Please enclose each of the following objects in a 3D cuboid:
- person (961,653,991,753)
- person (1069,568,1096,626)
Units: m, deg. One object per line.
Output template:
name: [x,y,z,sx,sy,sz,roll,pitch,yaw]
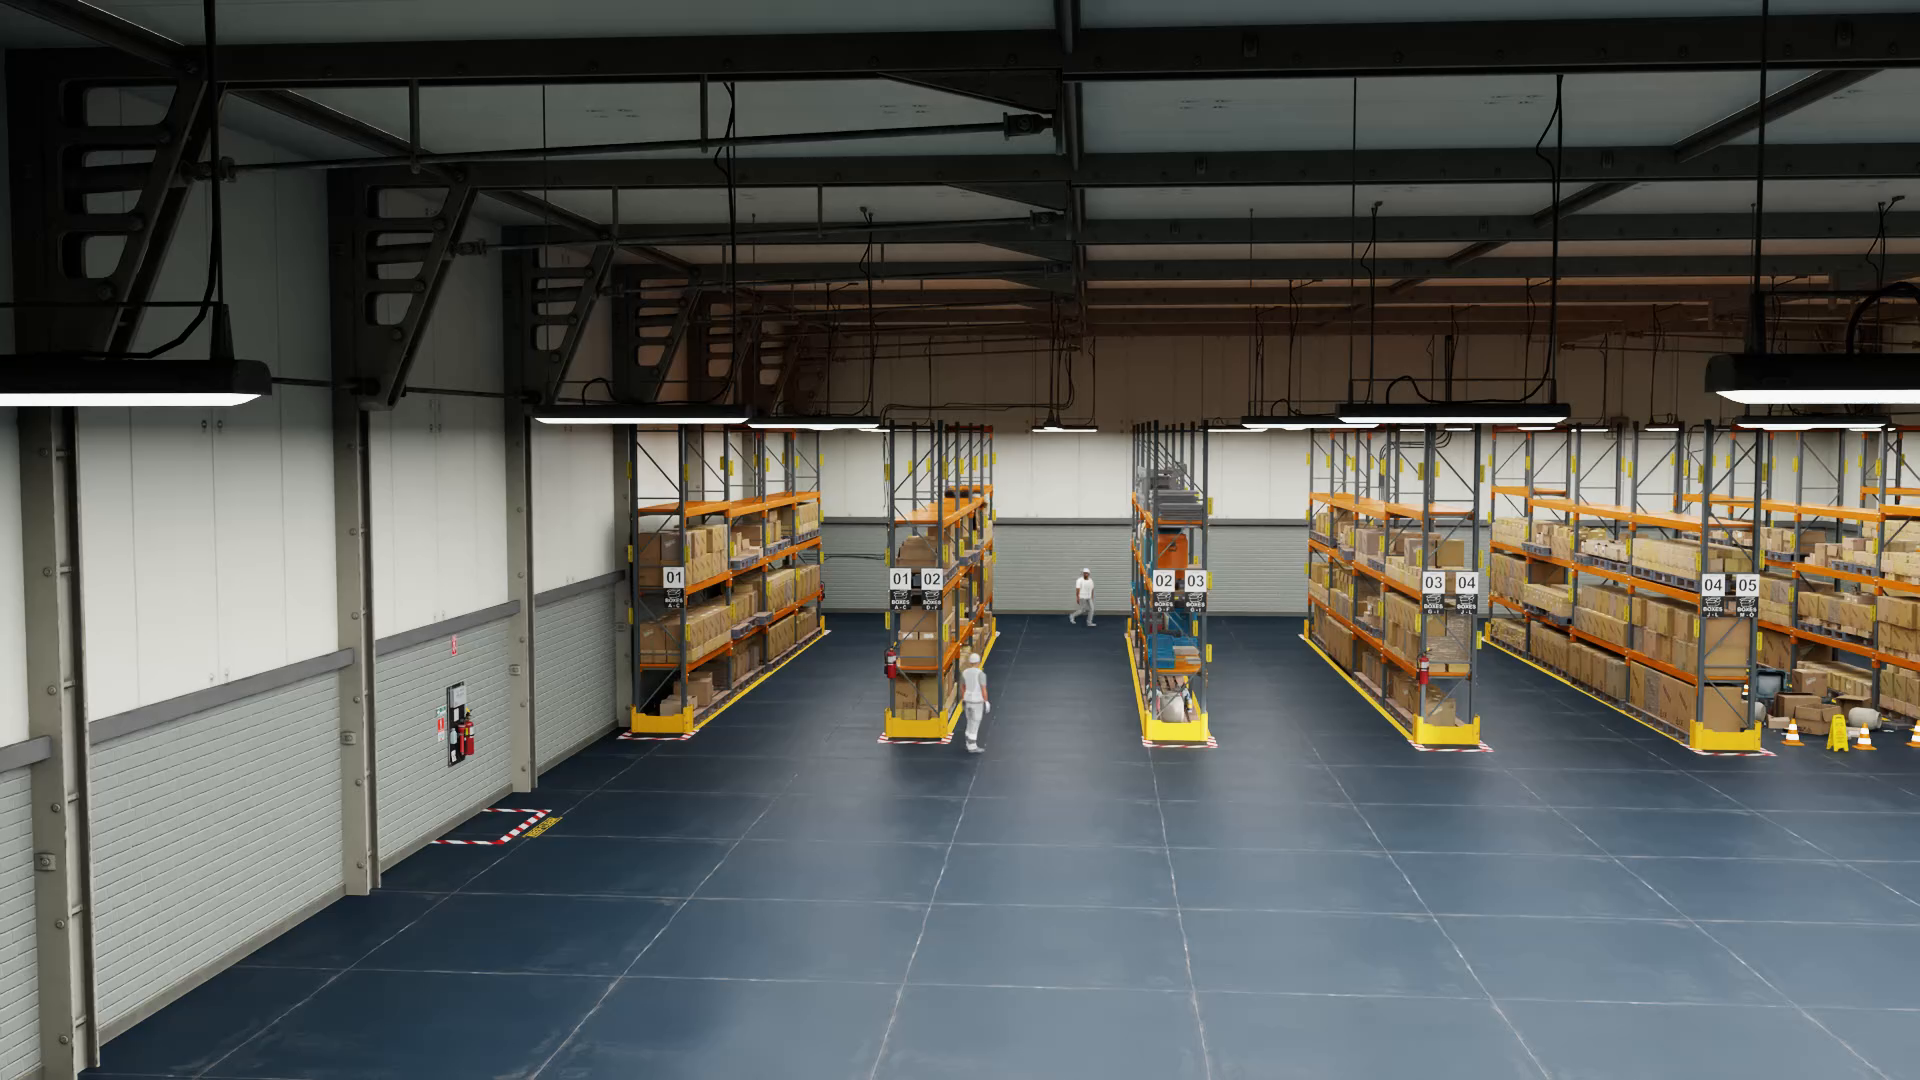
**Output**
person: [0.319,2.939,30.014,0.481,1.807,0.619,-3,5,-38]
person: [3.700,1.711,49.684,0.818,1.734,0.616,3,4,36]
